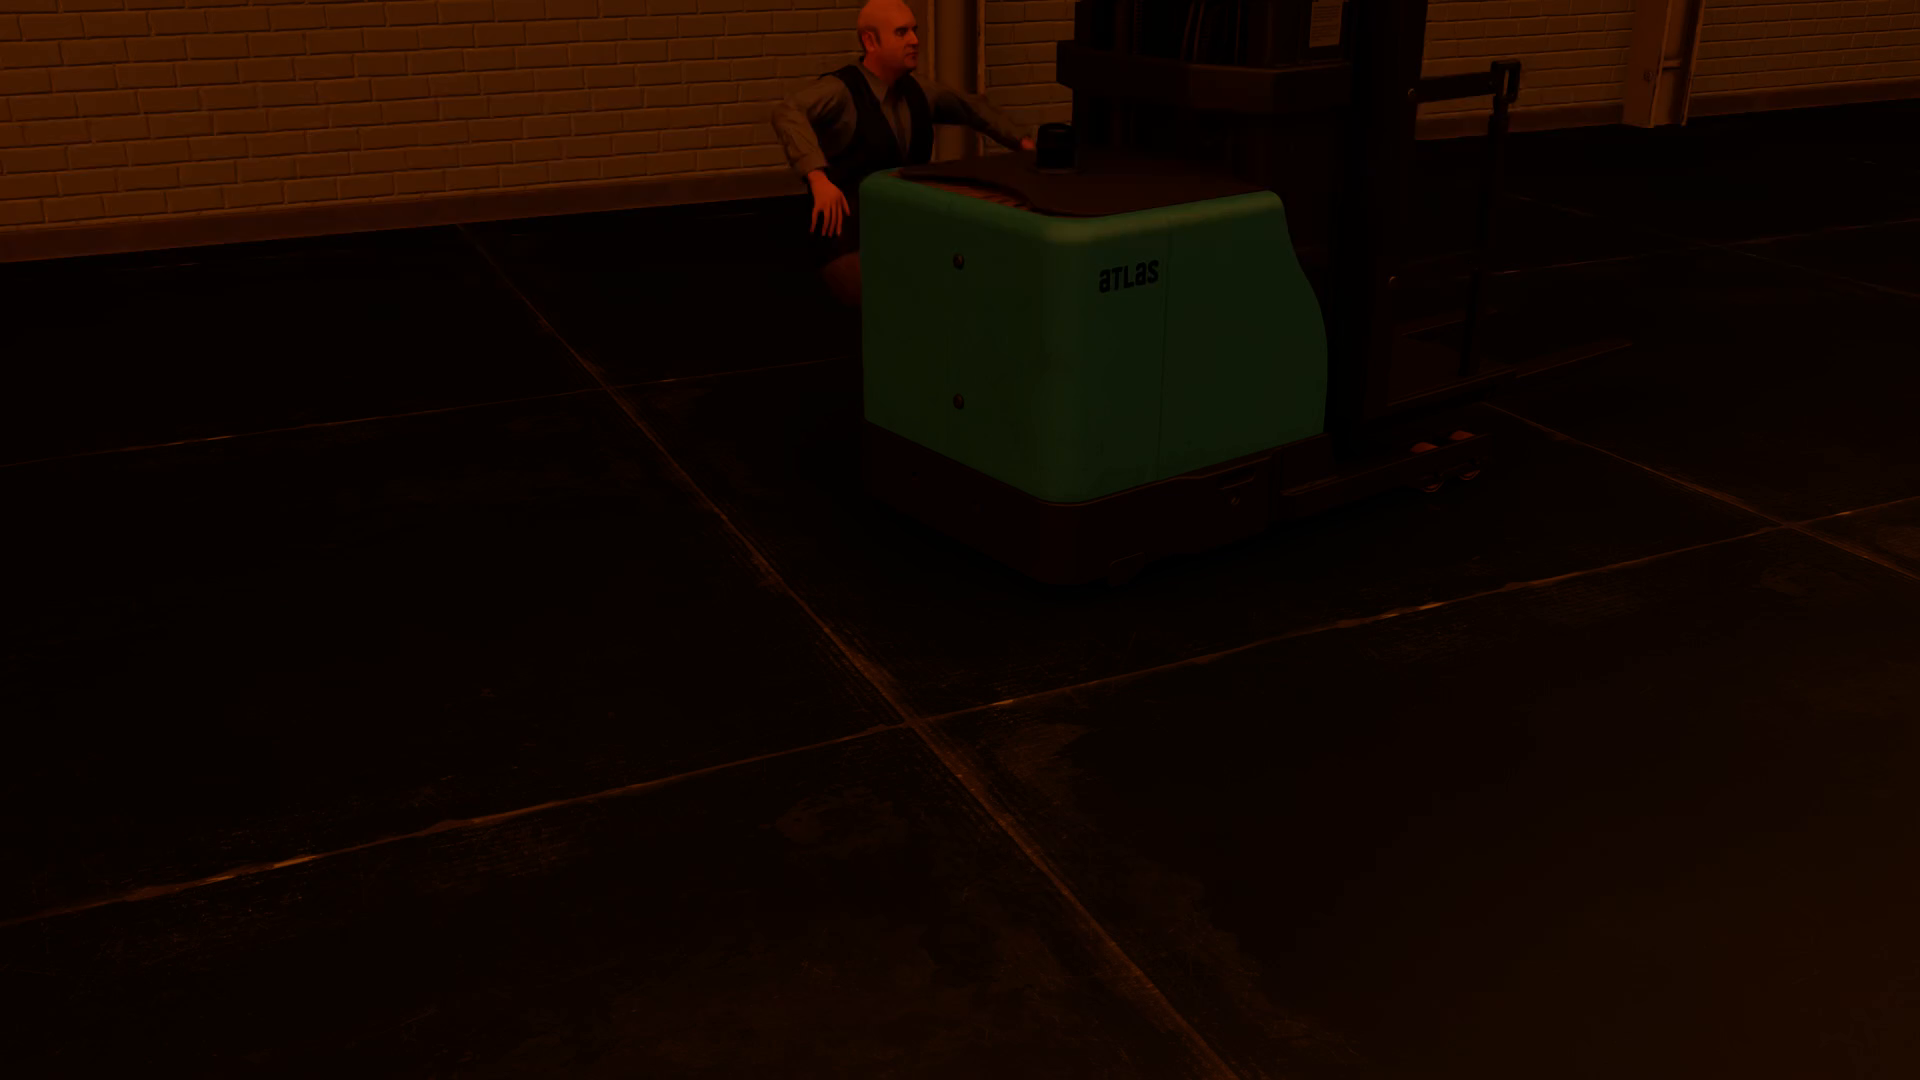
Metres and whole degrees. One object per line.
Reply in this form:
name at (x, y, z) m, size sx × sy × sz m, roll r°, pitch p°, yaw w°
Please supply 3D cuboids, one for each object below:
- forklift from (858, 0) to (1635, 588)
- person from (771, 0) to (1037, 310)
forklift at (1.165, -1.653, 5.266) m, size 3.031 × 2.935 × 1.130 m, roll -16°, pitch 27°, yaw -34°
person at (-0.098, -0.989, 5.418) m, size 0.848 × 1.464 × 1.074 m, roll 18°, pitch 28°, yaw 36°
